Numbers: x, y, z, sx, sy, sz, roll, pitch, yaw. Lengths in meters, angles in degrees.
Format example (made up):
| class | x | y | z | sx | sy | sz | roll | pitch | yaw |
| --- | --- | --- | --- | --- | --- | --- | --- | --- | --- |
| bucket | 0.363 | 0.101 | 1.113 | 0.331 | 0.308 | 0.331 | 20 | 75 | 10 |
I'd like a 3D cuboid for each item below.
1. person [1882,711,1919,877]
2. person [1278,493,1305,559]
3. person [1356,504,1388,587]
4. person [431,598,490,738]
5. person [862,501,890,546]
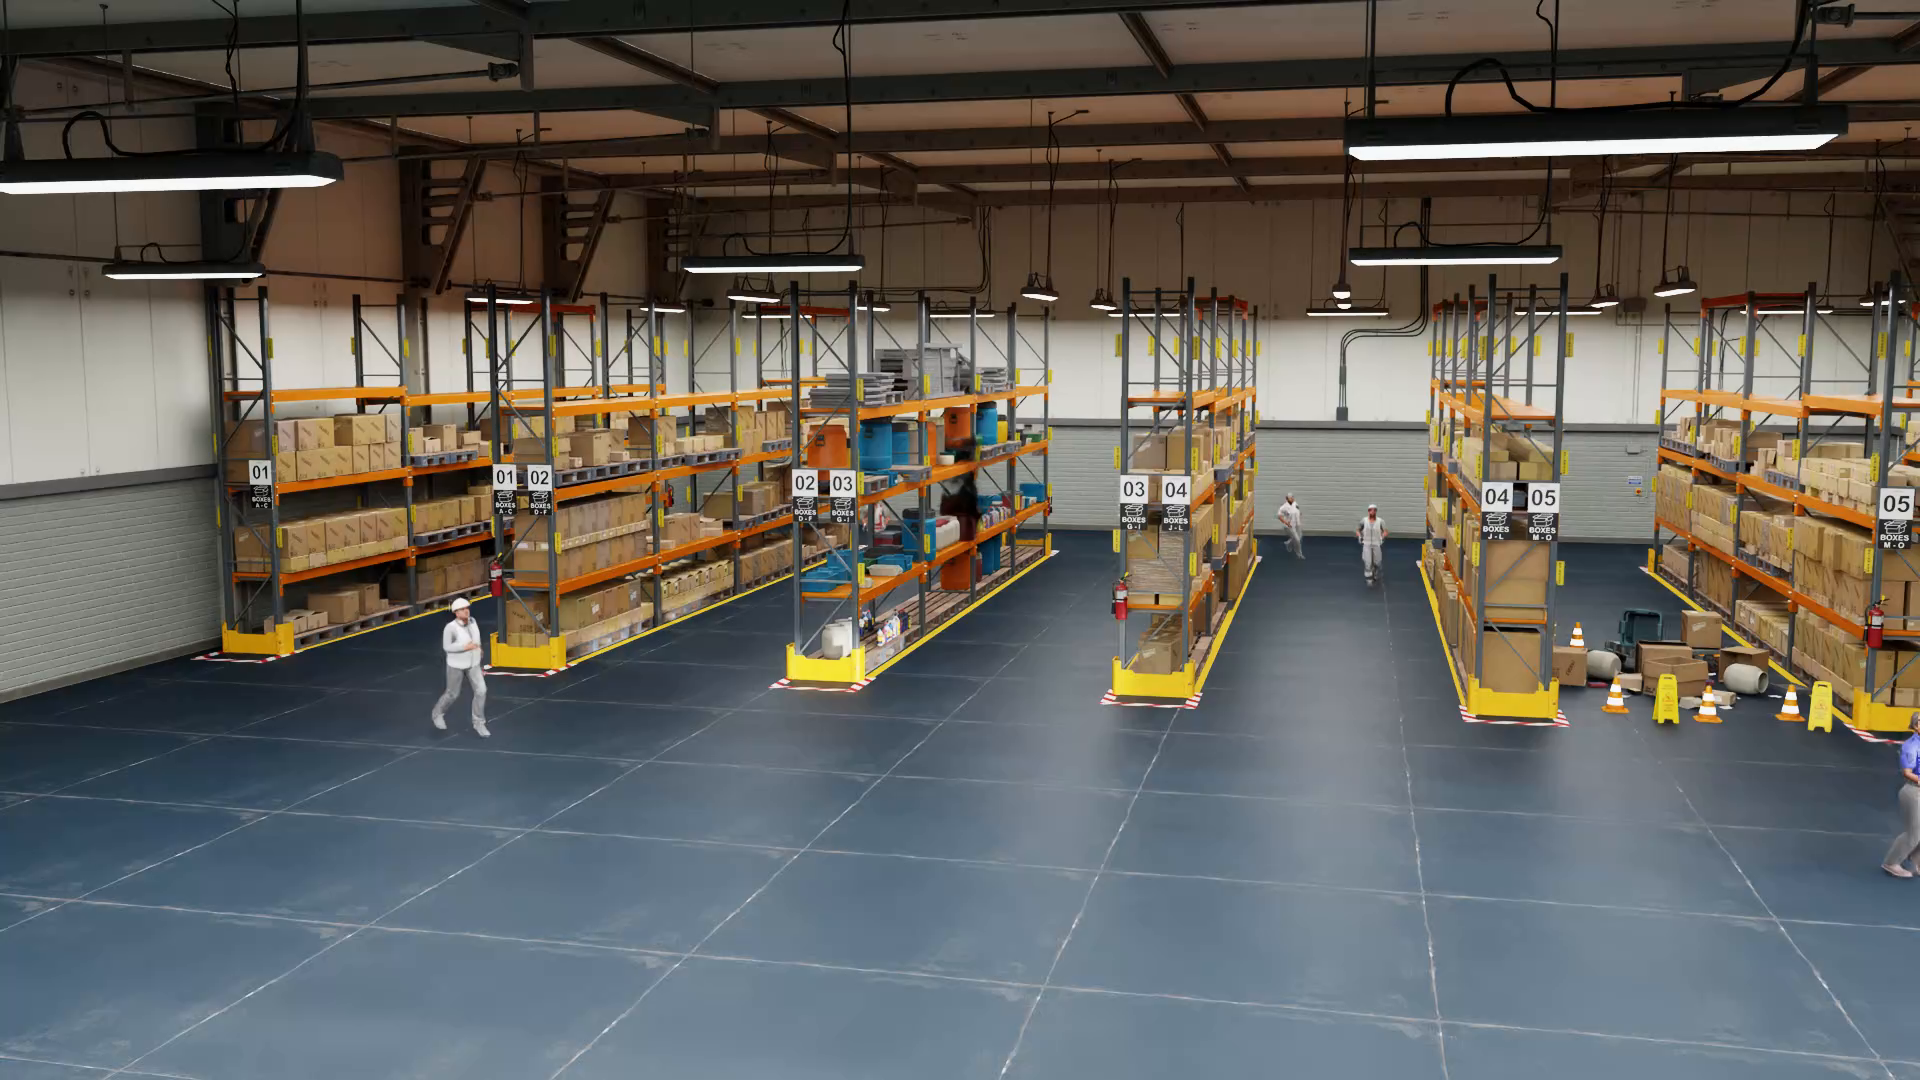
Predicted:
| class | x | y | z | sx | sy | sz | roll | pitch | yaw |
| --- | --- | --- | --- | --- | --- | --- | --- | --- | --- |
| person | 9.064 | 2.411 | 15.639 | 0.588 | 1.628 | 0.642 | -4 | 8 | -29 |
| person | 7.891 | -0.349 | 39.875 | 0.673 | 1.598 | 0.677 | -4 | 8 | -32 |
| person | 8.678 | 0.113 | 35.078 | 0.655 | 1.738 | 0.623 | 2 | 7 | 14 |
| person | -6.490 | 1.646 | 21.630 | 0.908 | 1.820 | 0.663 | 5 | 8 | 38 |
| person | -1.922 | -0.194 | 37.706 | 0.636 | 1.741 | 0.586 | 1 | 7 | 8 |
